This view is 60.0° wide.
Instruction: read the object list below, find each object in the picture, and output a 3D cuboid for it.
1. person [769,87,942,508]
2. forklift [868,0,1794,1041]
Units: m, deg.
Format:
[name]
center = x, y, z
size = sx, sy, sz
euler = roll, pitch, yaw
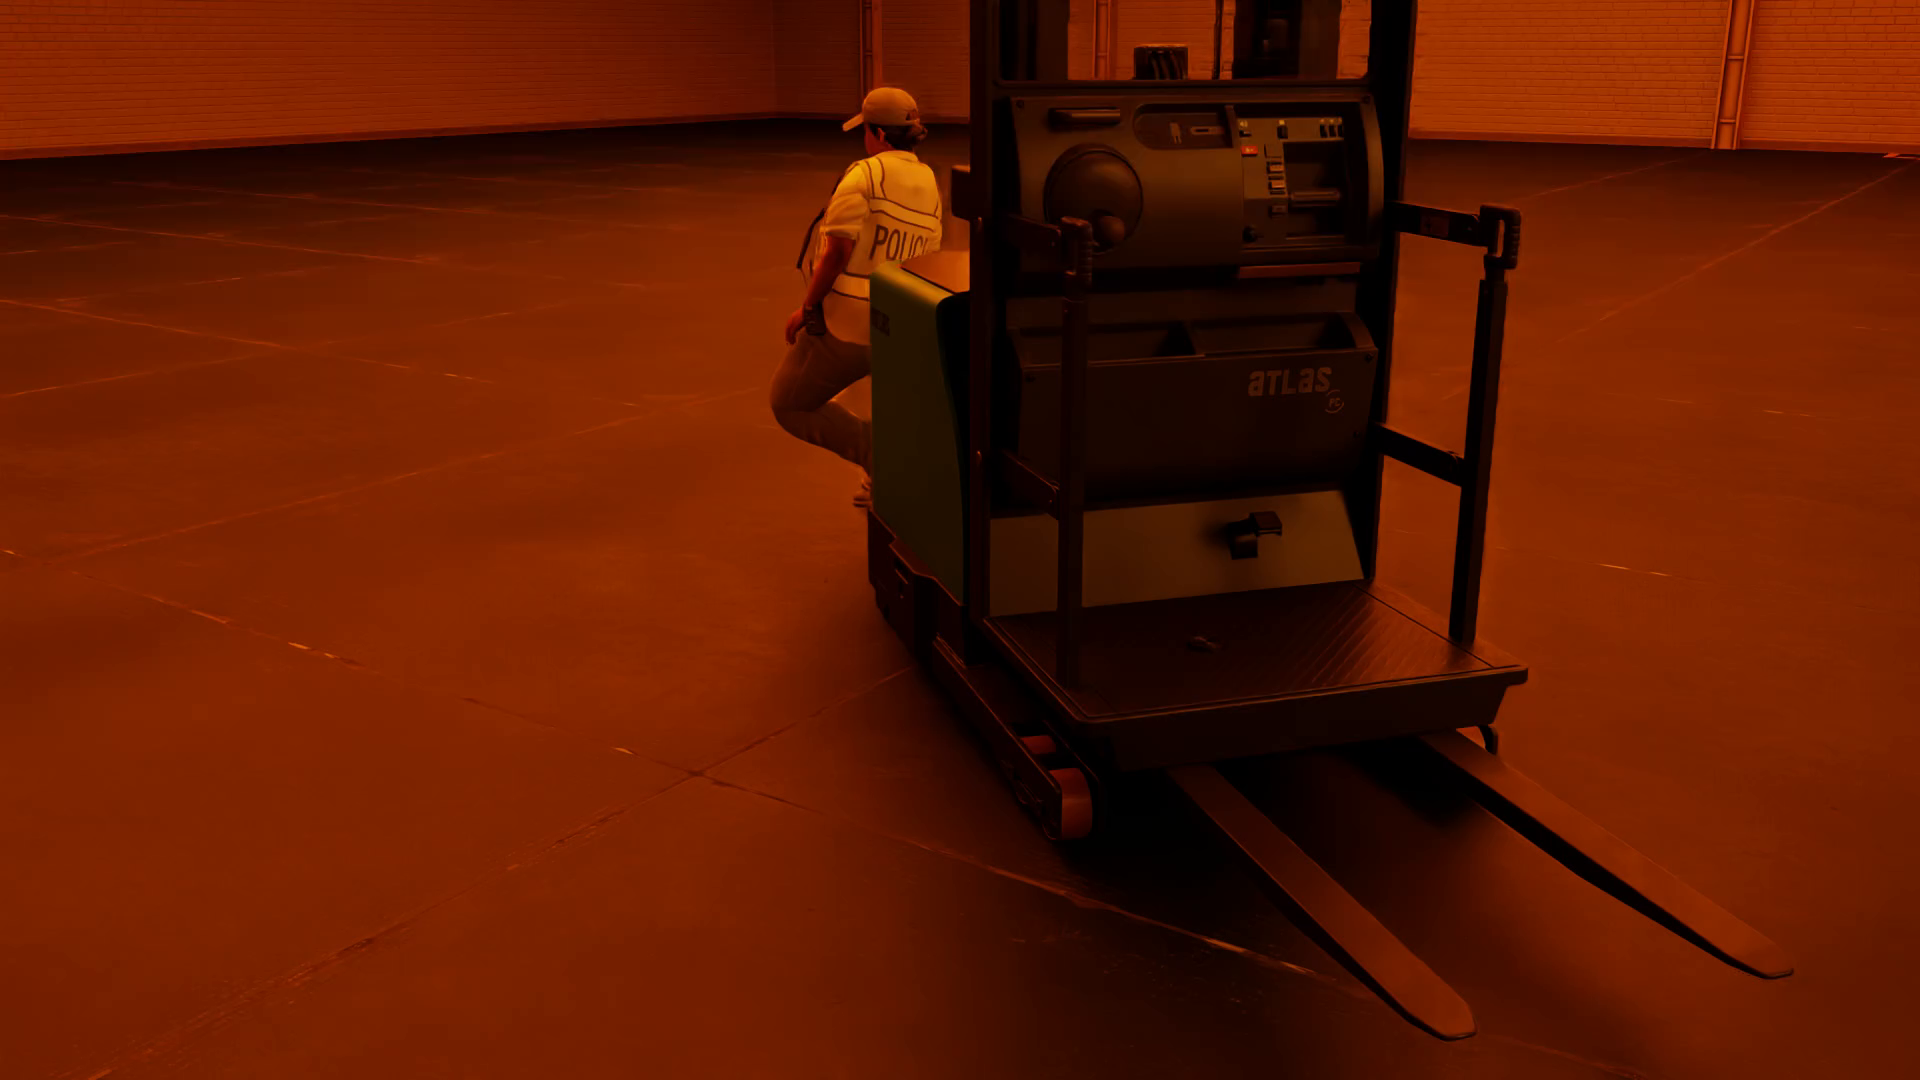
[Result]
[person]
center = -0.348, -0.804, 5.885
size = 0.709, 1.552, 0.685
euler = -15, 22, -41
[forklift]
center = 0.630, -0.859, 3.705
size = 1.130, 2.935, 3.031
euler = -5, 17, -16
